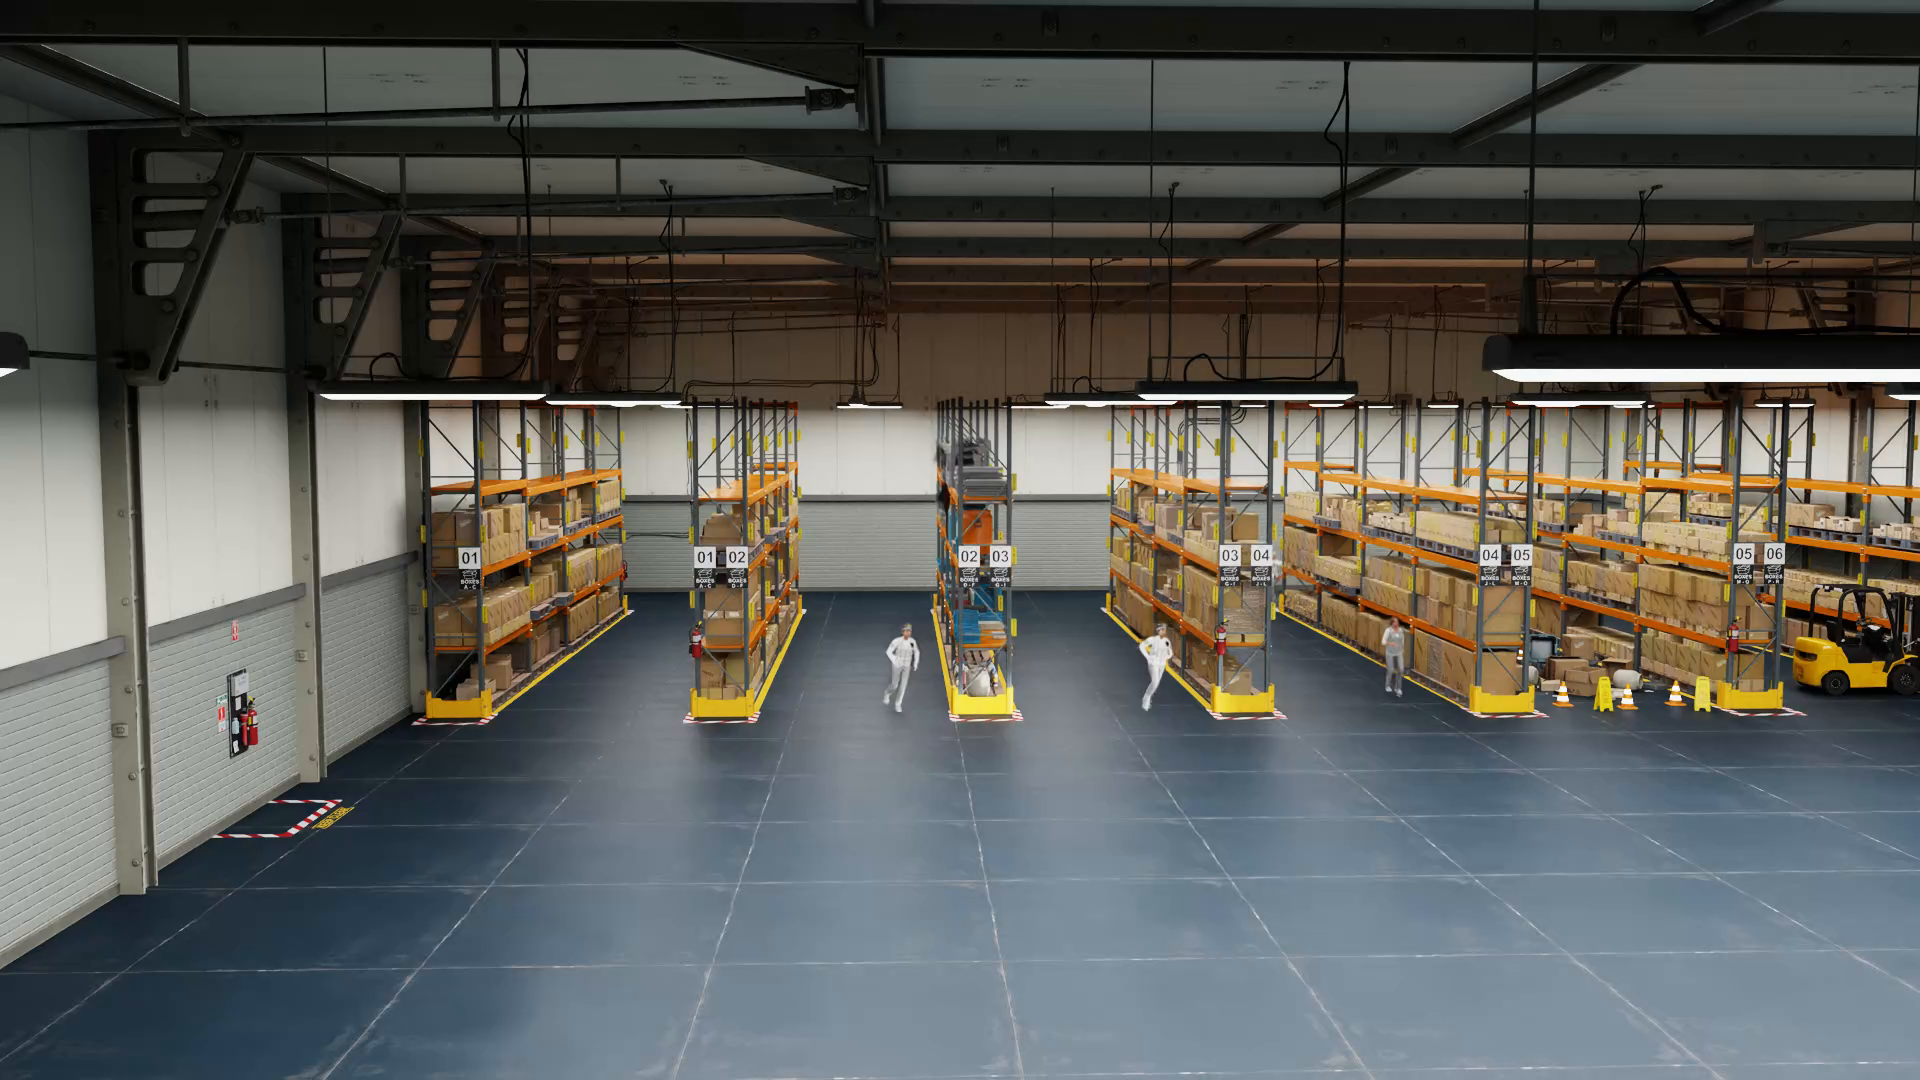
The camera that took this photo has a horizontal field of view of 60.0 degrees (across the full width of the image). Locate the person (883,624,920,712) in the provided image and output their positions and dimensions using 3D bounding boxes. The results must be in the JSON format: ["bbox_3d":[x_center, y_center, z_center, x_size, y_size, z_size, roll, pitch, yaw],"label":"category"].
[{"bbox_3d":[-1.092,2.430,32.034,0.680,1.655,0.687,-2,5,-19],"label":"person"}]

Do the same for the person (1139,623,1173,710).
[{"bbox_3d":[3.790,2.427,31.996,0.621,1.691,0.611,-2,5,-27],"label":"person"}]

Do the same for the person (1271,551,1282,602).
[{"bbox_3d":[9.096,1.162,48.572,0.846,1.678,0.694,-2,5,-29],"label":"person"}]

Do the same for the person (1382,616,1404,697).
[{"bbox_3d":[8.736,2.339,33.497,0.525,1.627,0.701,0,4,-3],"label":"person"}]
